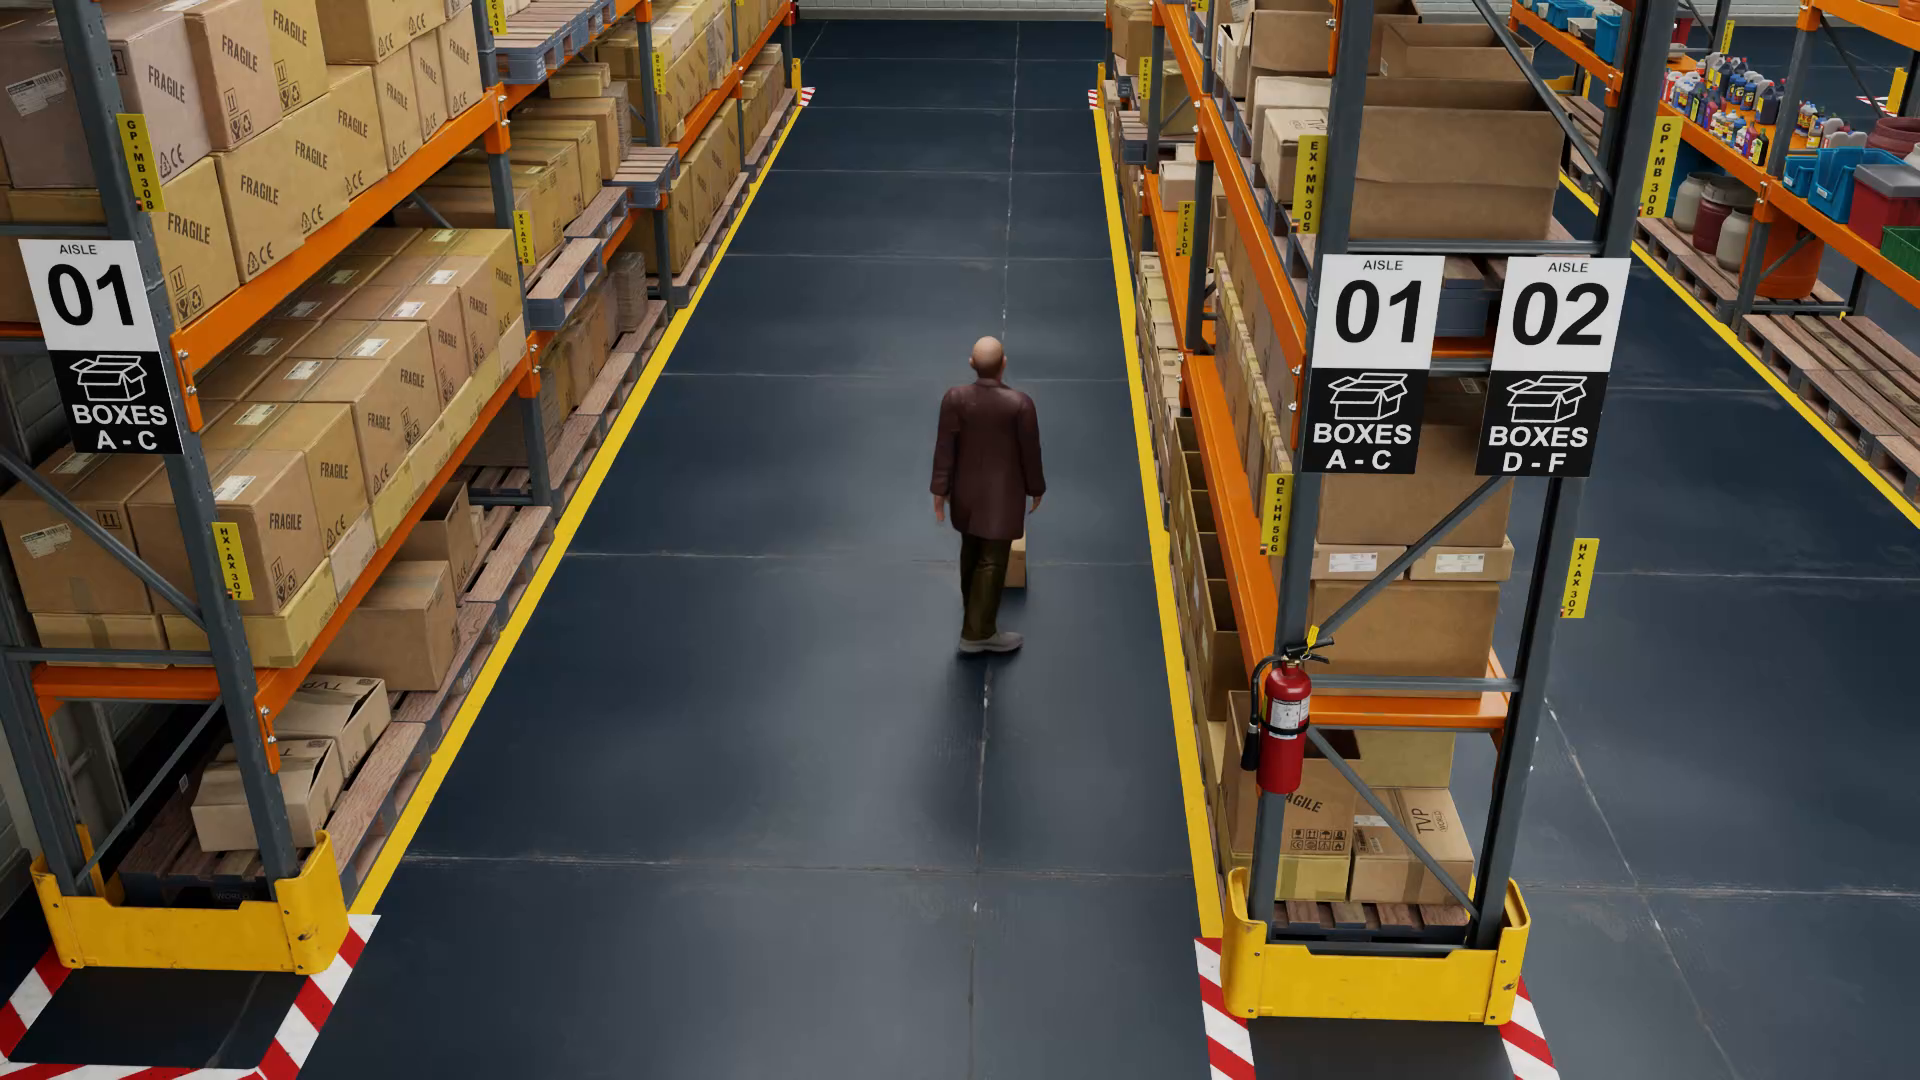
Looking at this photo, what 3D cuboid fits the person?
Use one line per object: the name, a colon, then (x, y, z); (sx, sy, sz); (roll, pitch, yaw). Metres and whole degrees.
person: (0.176, -0.280, 9.154); (0.586, 1.771, 0.732); (12, 30, 22)
